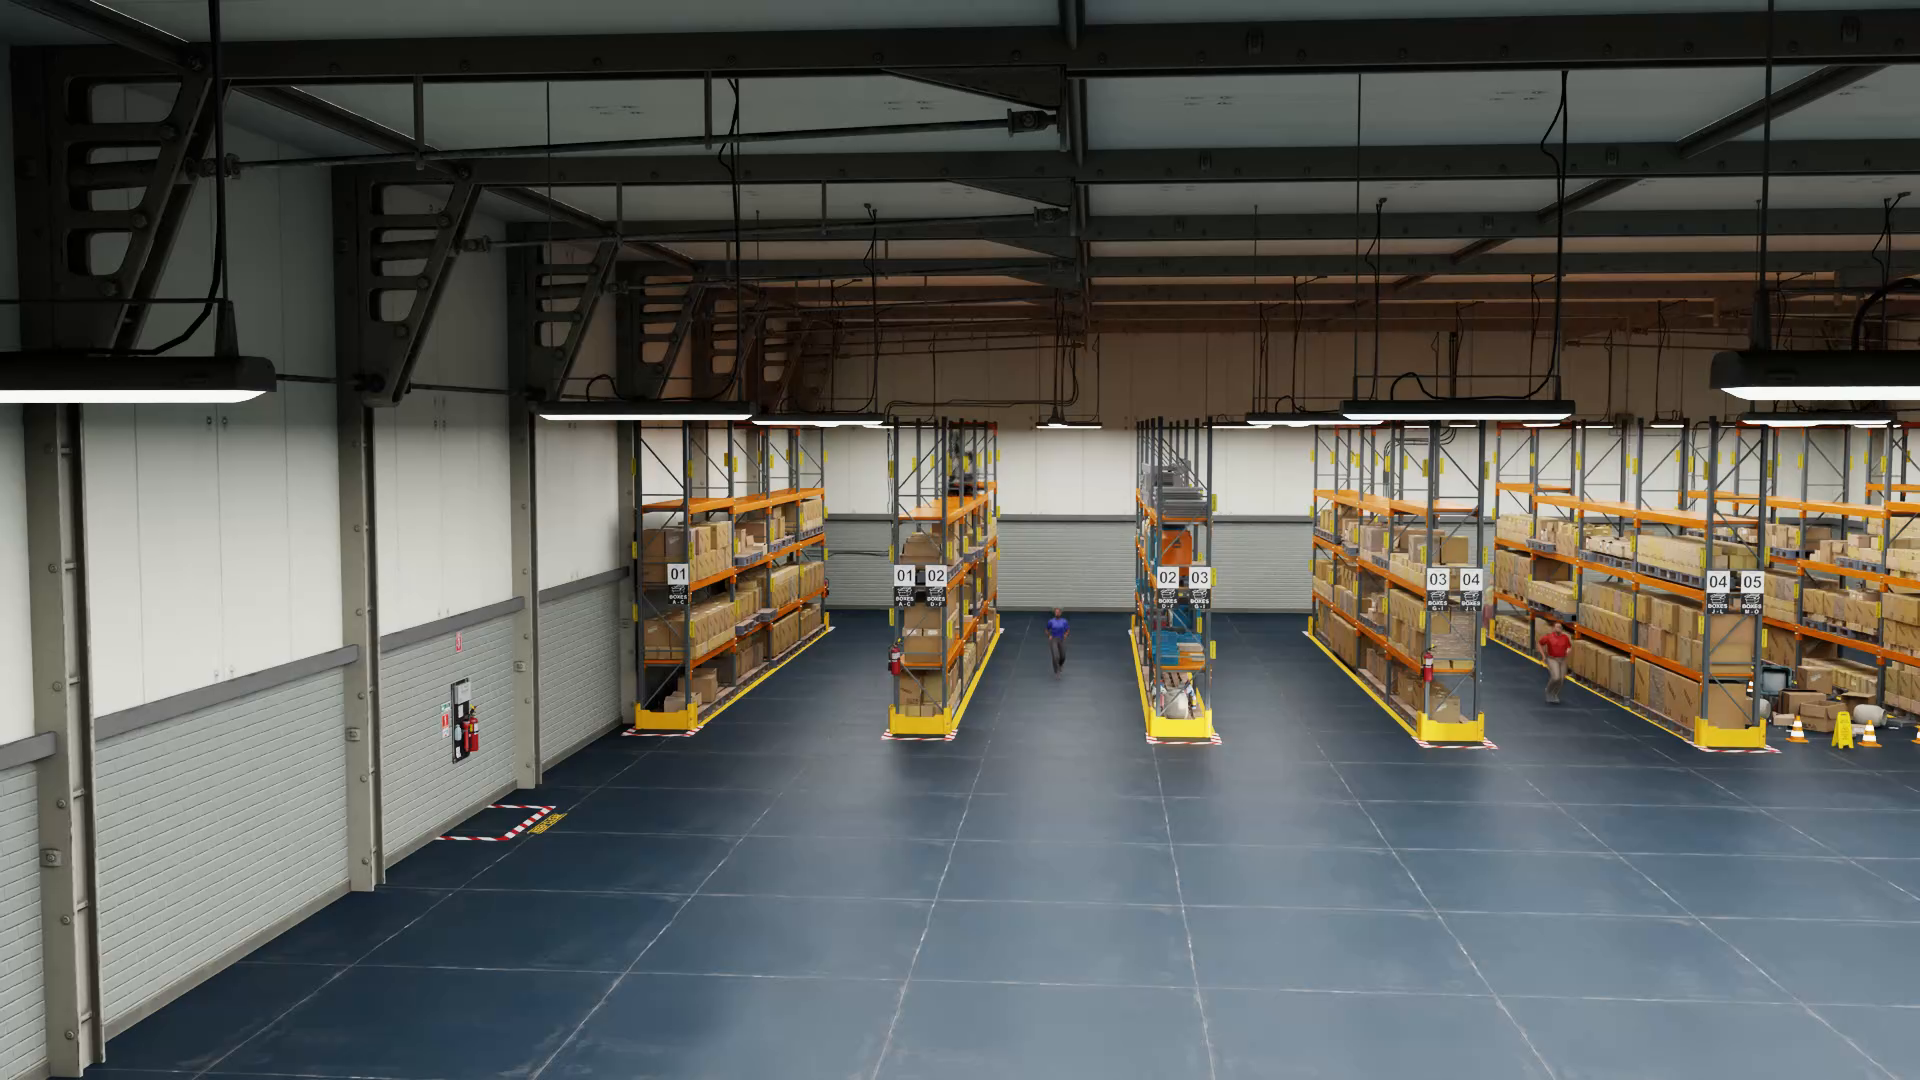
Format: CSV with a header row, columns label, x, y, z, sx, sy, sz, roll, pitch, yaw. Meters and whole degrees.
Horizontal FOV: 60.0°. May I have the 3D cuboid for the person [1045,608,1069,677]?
label,x,y,z,sx,sy,sz,roll,pitch,yaw
person,2.271,2.386,38.807,0.574,1.602,0.566,0,4,-1

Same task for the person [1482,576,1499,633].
label,x,y,z,sx,sy,sz,roll,pitch,yaw
person,15.081,1.834,47.276,0.676,1.624,0.632,0,4,-3

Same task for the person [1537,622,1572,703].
label,x,y,z,sx,sy,sz,roll,pitch,yaw
person,12.566,2.584,34.971,0.643,1.702,0.660,0,4,-8

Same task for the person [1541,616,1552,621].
label,x,y,z,sx,sy,sz,roll,pitch,yaw
person,16.463,1.807,46.794,0.740,1.717,0.586,-2,4,-33
